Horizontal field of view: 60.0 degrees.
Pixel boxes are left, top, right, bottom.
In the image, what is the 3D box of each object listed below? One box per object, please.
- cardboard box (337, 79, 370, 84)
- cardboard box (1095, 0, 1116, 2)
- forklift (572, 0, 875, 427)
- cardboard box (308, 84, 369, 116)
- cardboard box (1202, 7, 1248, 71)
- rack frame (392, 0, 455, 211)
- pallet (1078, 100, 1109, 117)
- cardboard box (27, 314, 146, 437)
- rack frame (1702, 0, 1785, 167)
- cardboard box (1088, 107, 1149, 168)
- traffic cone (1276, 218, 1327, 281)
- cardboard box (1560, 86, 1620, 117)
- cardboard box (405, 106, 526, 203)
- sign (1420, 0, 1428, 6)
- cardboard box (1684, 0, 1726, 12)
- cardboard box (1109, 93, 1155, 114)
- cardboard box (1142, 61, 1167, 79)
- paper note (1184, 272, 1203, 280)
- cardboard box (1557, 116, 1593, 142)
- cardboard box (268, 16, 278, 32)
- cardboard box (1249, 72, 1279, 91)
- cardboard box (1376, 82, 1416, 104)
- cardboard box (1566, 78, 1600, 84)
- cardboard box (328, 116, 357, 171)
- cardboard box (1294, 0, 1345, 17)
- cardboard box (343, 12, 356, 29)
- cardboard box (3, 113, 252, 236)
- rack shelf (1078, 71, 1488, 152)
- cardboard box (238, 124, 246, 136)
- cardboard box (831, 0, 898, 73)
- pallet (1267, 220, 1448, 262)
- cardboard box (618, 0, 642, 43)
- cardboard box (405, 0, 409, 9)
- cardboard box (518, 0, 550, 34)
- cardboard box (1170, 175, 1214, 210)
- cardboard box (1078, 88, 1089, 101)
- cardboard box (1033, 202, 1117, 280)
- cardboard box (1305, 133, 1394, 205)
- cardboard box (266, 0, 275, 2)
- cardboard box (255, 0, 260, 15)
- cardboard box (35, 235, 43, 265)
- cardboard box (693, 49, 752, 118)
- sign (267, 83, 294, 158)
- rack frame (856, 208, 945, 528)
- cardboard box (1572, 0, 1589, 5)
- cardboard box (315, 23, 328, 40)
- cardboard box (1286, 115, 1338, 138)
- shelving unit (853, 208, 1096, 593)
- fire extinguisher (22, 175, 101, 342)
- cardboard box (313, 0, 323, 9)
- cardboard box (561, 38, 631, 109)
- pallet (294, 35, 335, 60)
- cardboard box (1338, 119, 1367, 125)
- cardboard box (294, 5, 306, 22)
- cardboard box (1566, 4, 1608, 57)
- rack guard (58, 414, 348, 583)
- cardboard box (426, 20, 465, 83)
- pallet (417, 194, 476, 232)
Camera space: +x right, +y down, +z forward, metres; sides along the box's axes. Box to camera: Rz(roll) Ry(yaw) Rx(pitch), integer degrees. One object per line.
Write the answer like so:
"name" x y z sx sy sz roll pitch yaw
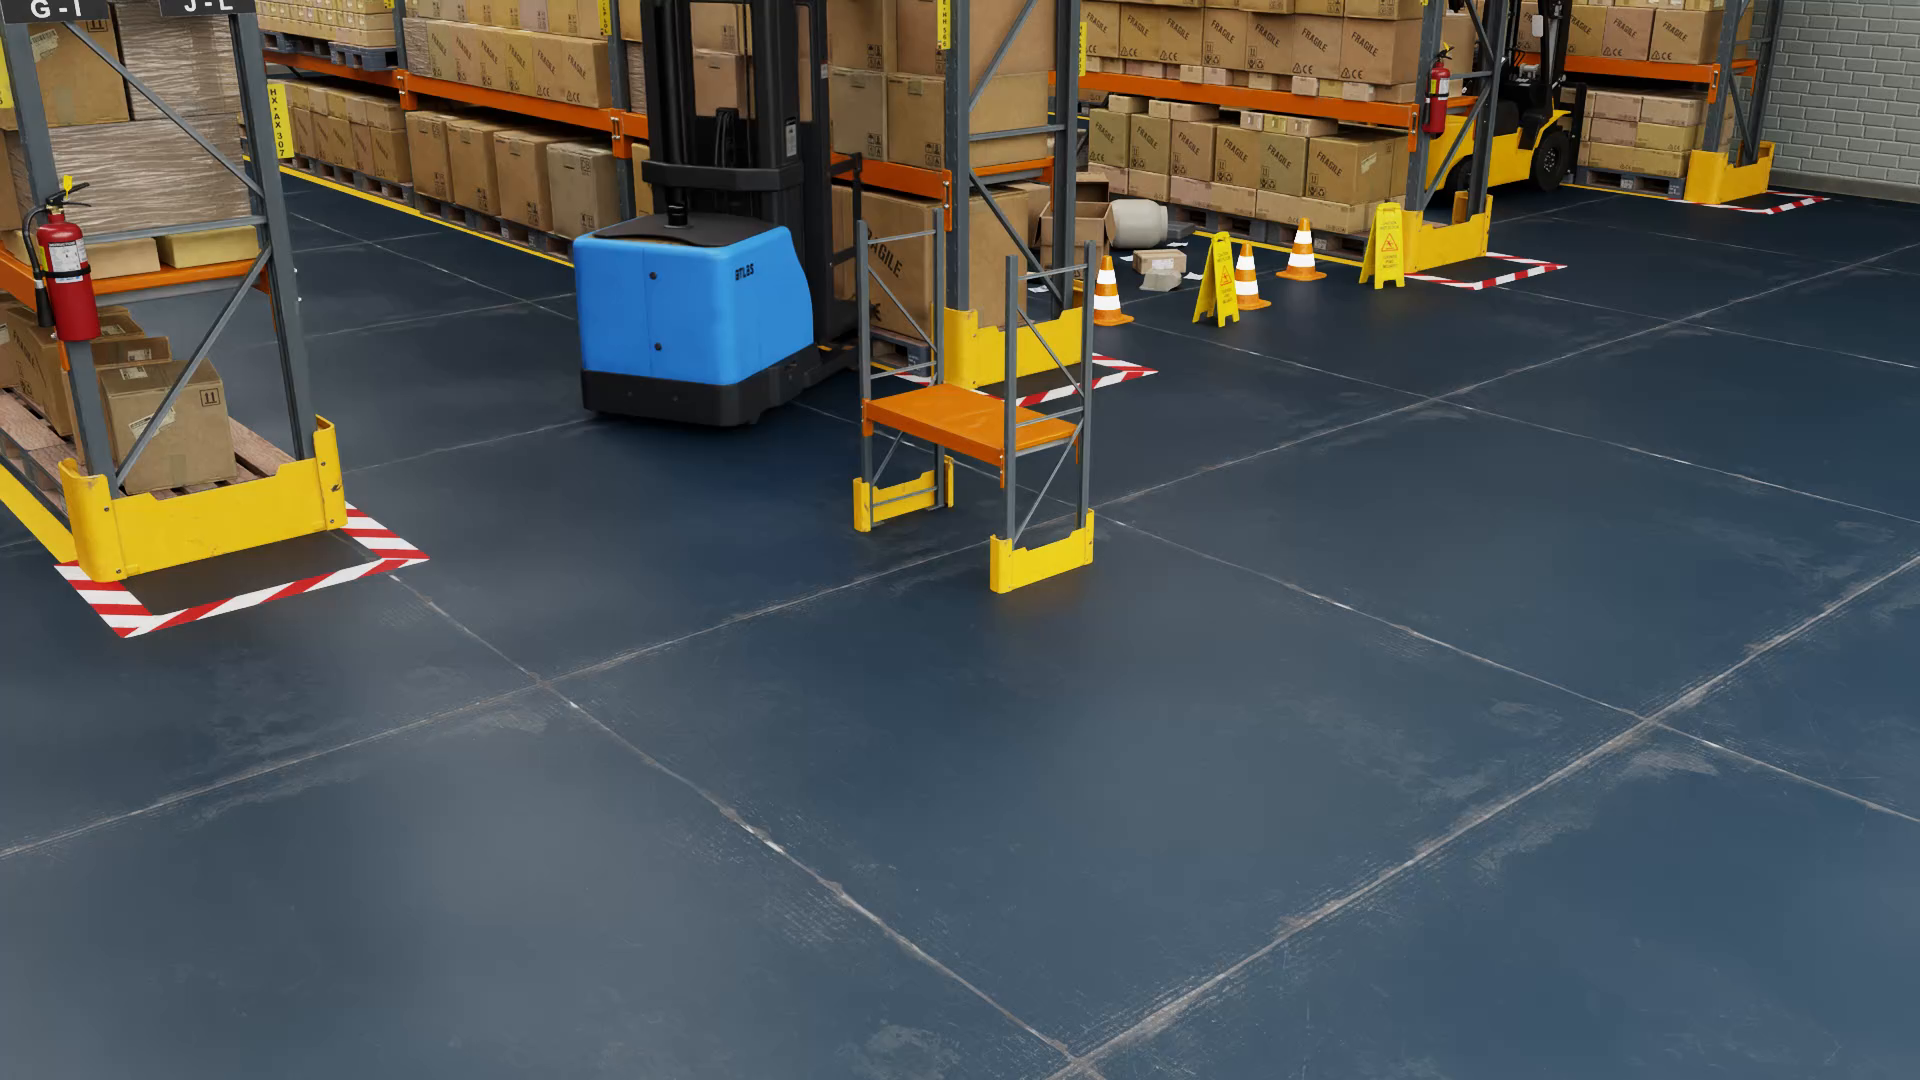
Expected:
"cardboard box" -6.501 -4.918 18.251 0.500 0.250 0.500 -16 26 -35
"cardboard box" 1.525 -5.302 15.491 0.700 0.500 0.500 -18 28 -38
"forklift" -1.211 -2.512 10.378 1.130 2.935 3.031 8 23 20
"cardboard box" -6.542 -4.653 17.575 0.500 0.250 0.500 -16 27 -35
"cardboard box" 2.487 -4.412 14.589 0.500 0.500 0.500 -17 27 -37
"rack frame" -4.893 -4.723 15.930 1.000 3.000 0.127 -17 27 -37
"pallet" 2.091 -6.029 23.087 1.003 0.211 1.213 -17 27 -37
"cardboard box" -4.700 -0.903 9.027 0.500 0.500 0.500 -14 26 -33
"rack frame" 7.771 -4.902 16.386 1.000 3.000 0.127 -17 27 -37
"cardboard box" 1.583 -3.861 15.896 0.500 0.500 0.500 -16 26 -35
"traffic cone" 2.755 -2.350 13.348 0.336 0.463 0.334 -17 27 -37
"cardboard box" 6.560 -4.612 17.470 0.500 0.250 0.500 -17 27 -37
"cardboard box" -4.563 -3.681 15.779 1.050 0.750 0.750 -18 28 -38
"sign" 3.580 -4.279 12.774 0.100 0.325 0.005 -17 27 -37
"cardboard box" 7.333 -5.279 16.324 0.380 0.149 0.250 -17 27 -37
"cardboard box" 1.619 -4.115 15.653 0.380 0.149 0.250 -17 27 -37
"cardboard box" 1.901 -4.344 15.306 0.380 0.149 0.250 -16 27 -36
"paper note" 1.888 -2.124 13.365 0.142 0.019 0.148 12 24 27
"cardboard box" 6.545 -4.389 17.585 0.500 0.250 0.500 -18 28 -39
"cardboard box" -7.086 -5.474 17.615 0.380 0.149 0.250 -17 27 -37
"cardboard box" 2.719 -3.991 14.406 0.380 0.149 0.250 -18 28 -38
"cardboard box" 3.607 -3.655 13.546 0.380 0.149 0.250 -16 27 -36
"cardboard box" 6.624 -4.882 18.158 0.500 0.250 0.500 -18 28 -38
"cardboard box" -6.214 -4.161 17.346 0.500 0.500 0.500 -19 28 -40
"cardboard box" 3.190 -4.600 13.701 0.700 0.500 0.500 -17 27 -37
"cardboard box" -5.736 -5.042 16.104 0.380 0.149 0.250 -16 27 -35
"cardboard box" -3.832 -1.704 7.675 0.875 0.500 0.500 -17 27 -37
"rack shelf" 2.708 -3.937 14.908 1.077 0.370 4.000 -17 27 -37
"cardboard box" -8.345 -4.873 19.645 0.380 0.149 0.250 -19 28 -39
"cardboard box" -0.312 -3.327 10.679 0.875 0.550 0.550 -17 27 -37
"pallet" 3.460 -2.675 14.523 1.003 0.211 1.213 -17 27 -37
"cardboard box" -2.067 -4.080 12.603 0.875 0.550 0.550 -17 27 -37
"cardboard box" -5.382 -5.395 16.598 0.380 0.149 0.250 -18 27 -38
"cardboard box" -3.277 -4.547 13.973 0.700 0.500 0.500 -17 27 -37
"cardboard box" 2.288 -3.221 15.290 0.500 0.250 0.500 -18 28 -38
"cardboard box" 1.792 -6.350 22.935 0.500 0.500 0.500 -18 28 -38
"cardboard box" 0.949 -2.439 13.522 0.637 0.503 0.797 3 22 9
"cardboard box" 3.293 -3.143 14.061 0.500 0.500 0.500 -17 27 -37
"cardboard box" -7.082 -5.749 17.502 0.380 0.149 0.250 -18 28 -38
"cardboard box" -7.424 -5.756 17.927 0.380 0.149 0.250 -18 28 -38
"cardboard box" -3.999 -1.342 7.641 0.380 0.149 0.250 -17 27 -37
"cardboard box" -1.392 -3.265 12.001 0.875 0.550 0.550 -17 27 -37
"sign" -3.083 -1.892 7.515 0.100 0.325 0.005 -17 27 -37
"rack frame" -0.276 -0.815 8.009 0.500 1.500 0.032 -17 27 -37
"cardboard box" 6.477 -5.628 17.214 0.380 0.149 0.250 -17 27 -37
"cardboard box" -6.229 -5.112 16.692 0.380 0.149 0.250 -19 28 -40
"cardboard box" 3.002 -3.530 14.161 0.380 0.149 0.250 -16 27 -36
"shelving unit" 0.050 -0.677 7.657 0.587 1.500 1.083 -17 27 -37
"fire extinguisher" -3.769 -1.183 6.996 0.296 0.674 0.183 -17 27 -37
"cardboard box" -6.223 -5.388 16.581 0.380 0.149 0.250 -17 27 -37
"cardboard box" -2.825 -3.745 13.296 0.500 0.500 0.500 -18 27 -38
"pallet" -6.216 -5.171 17.336 1.003 0.211 1.213 -17 27 -37
"cardboard box" 4.811 -5.238 19.925 0.875 0.625 0.625 -16 26 -35
"cardboard box" -6.573 -5.395 17.007 0.380 0.149 0.250 -18 28 -38
"cardboard box" 6.585 -5.309 17.288 0.500 0.500 0.500 -18 28 -38
"rack guard" -3.544 -0.217 7.853 1.175 0.500 0.348 -17 27 -37
"cardboard box" -4.470 -4.442 15.074 0.500 0.500 0.500 -18 28 -38
"pallet" -4.435 -3.189 15.836 1.003 0.211 1.213 -17 27 -37
